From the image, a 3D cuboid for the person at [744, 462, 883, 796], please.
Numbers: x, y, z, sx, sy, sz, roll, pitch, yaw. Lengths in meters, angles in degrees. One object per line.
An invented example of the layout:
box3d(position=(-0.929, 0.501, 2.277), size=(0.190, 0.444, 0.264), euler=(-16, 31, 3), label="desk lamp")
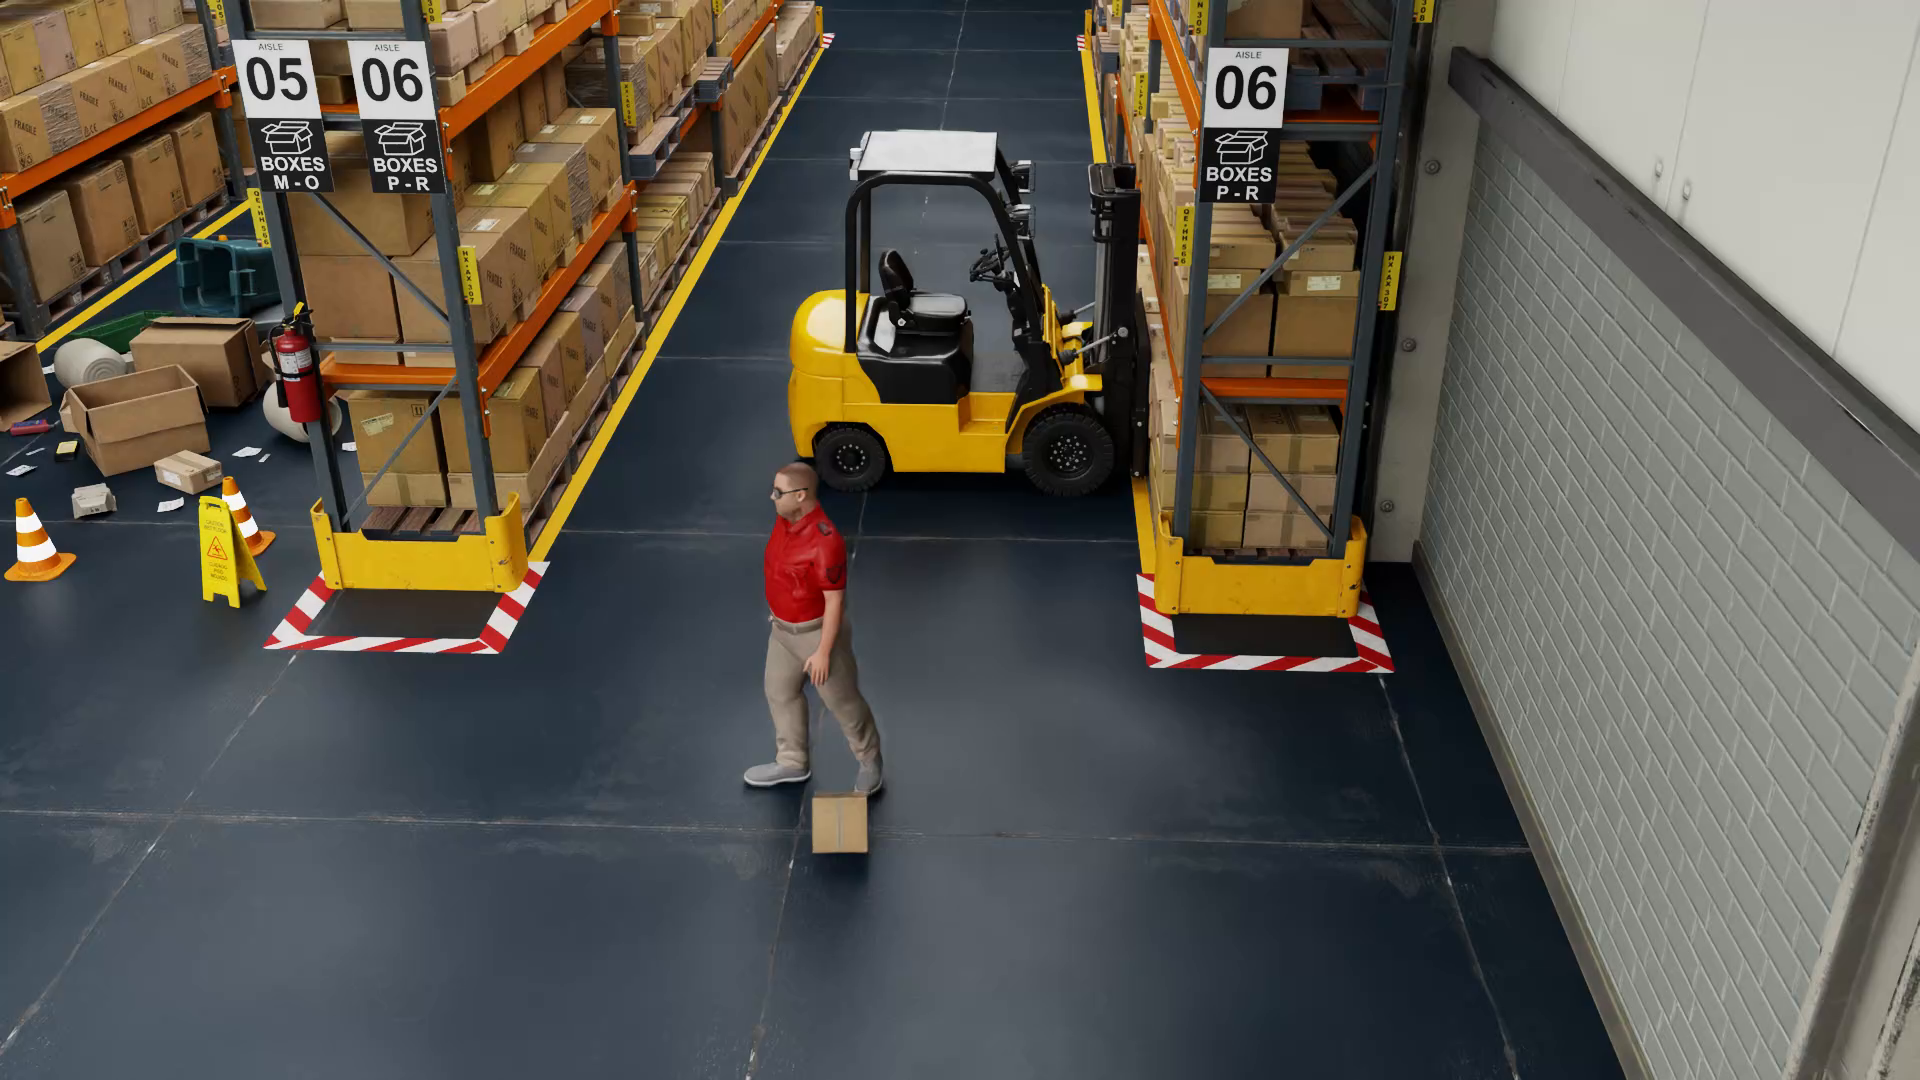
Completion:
box3d(position=(-0.712, 0.415, 7.855), size=(0.639, 1.718, 0.648), euler=(-18, 33, -30), label="person")
